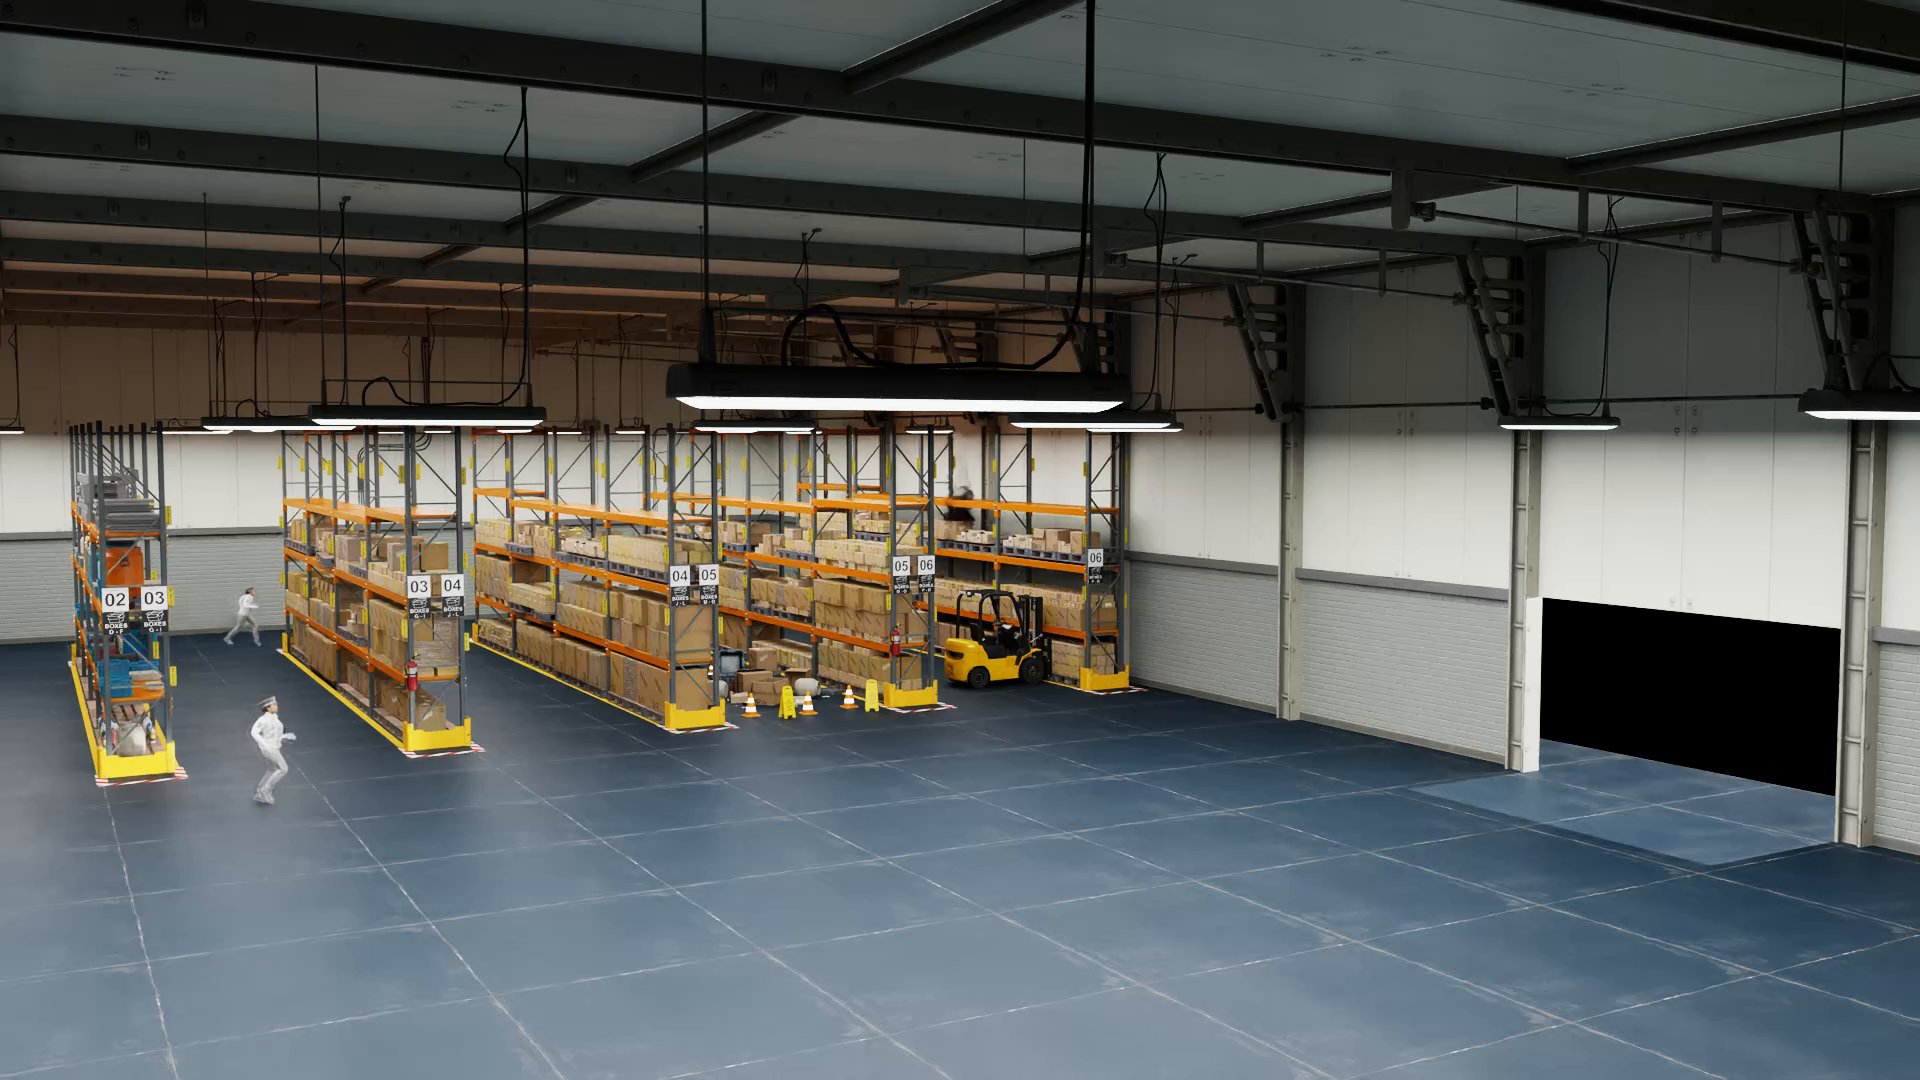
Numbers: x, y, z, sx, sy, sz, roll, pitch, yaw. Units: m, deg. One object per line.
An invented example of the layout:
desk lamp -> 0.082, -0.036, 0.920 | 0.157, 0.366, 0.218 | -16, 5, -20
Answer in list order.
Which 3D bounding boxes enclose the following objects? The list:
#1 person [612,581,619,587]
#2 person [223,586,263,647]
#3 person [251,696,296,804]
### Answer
person -> -10.419, 1.736, 49.994 | 0.888, 1.784, 0.707 | -2, 4, -24
person -> -19.569, 2.103, 45.355 | 0.992, 1.689, 0.612 | -1, 4, -11
person -> -10.730, 3.281, 25.988 | 0.628, 1.660, 0.588 | 0, 4, -6
